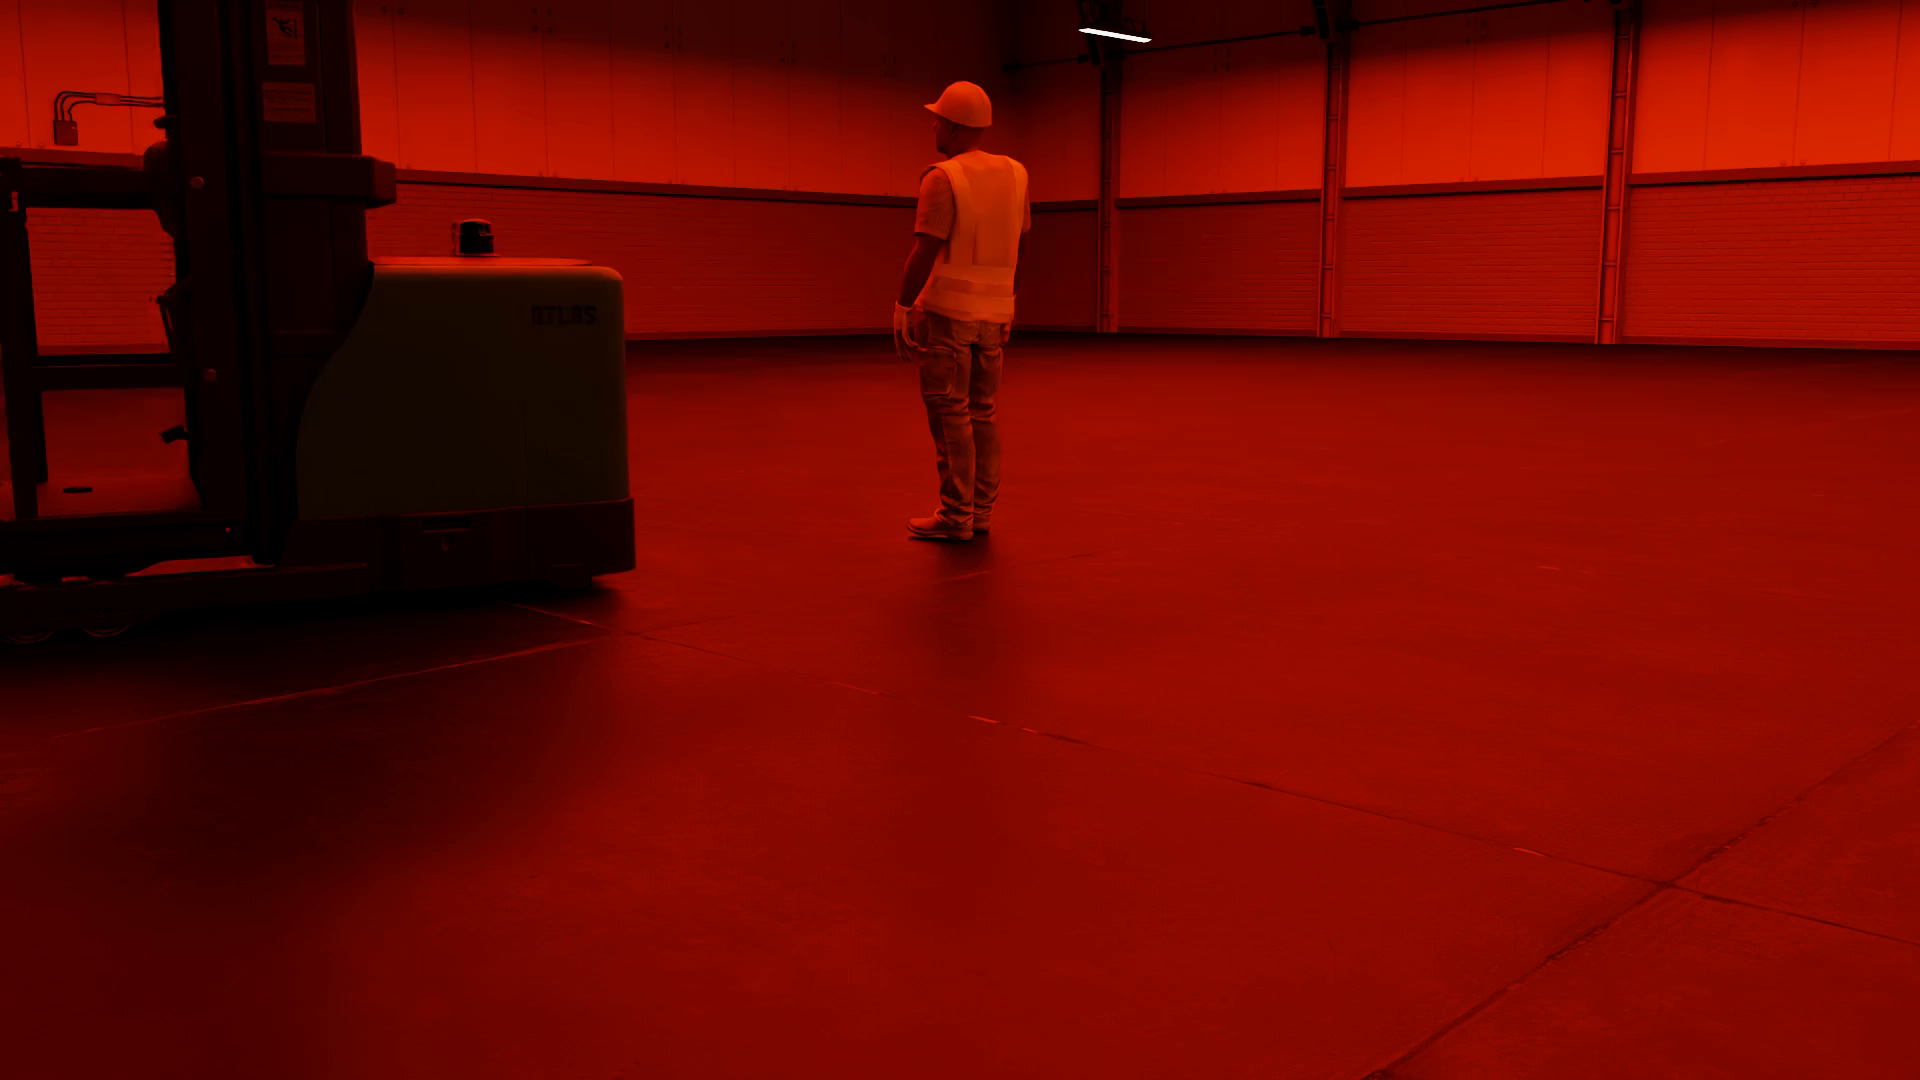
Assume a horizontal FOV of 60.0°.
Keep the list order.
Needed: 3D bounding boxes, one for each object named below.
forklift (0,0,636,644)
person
[{"bbox_3d":[-2.644,-1.242,5.121,3.031,2.935,1.130,-4,10,-27],"label":"forklift"},{"bbox_3d":[-0.046,-0.898,6.639,0.575,1.785,0.657,8,12,43],"label":"person"}]
